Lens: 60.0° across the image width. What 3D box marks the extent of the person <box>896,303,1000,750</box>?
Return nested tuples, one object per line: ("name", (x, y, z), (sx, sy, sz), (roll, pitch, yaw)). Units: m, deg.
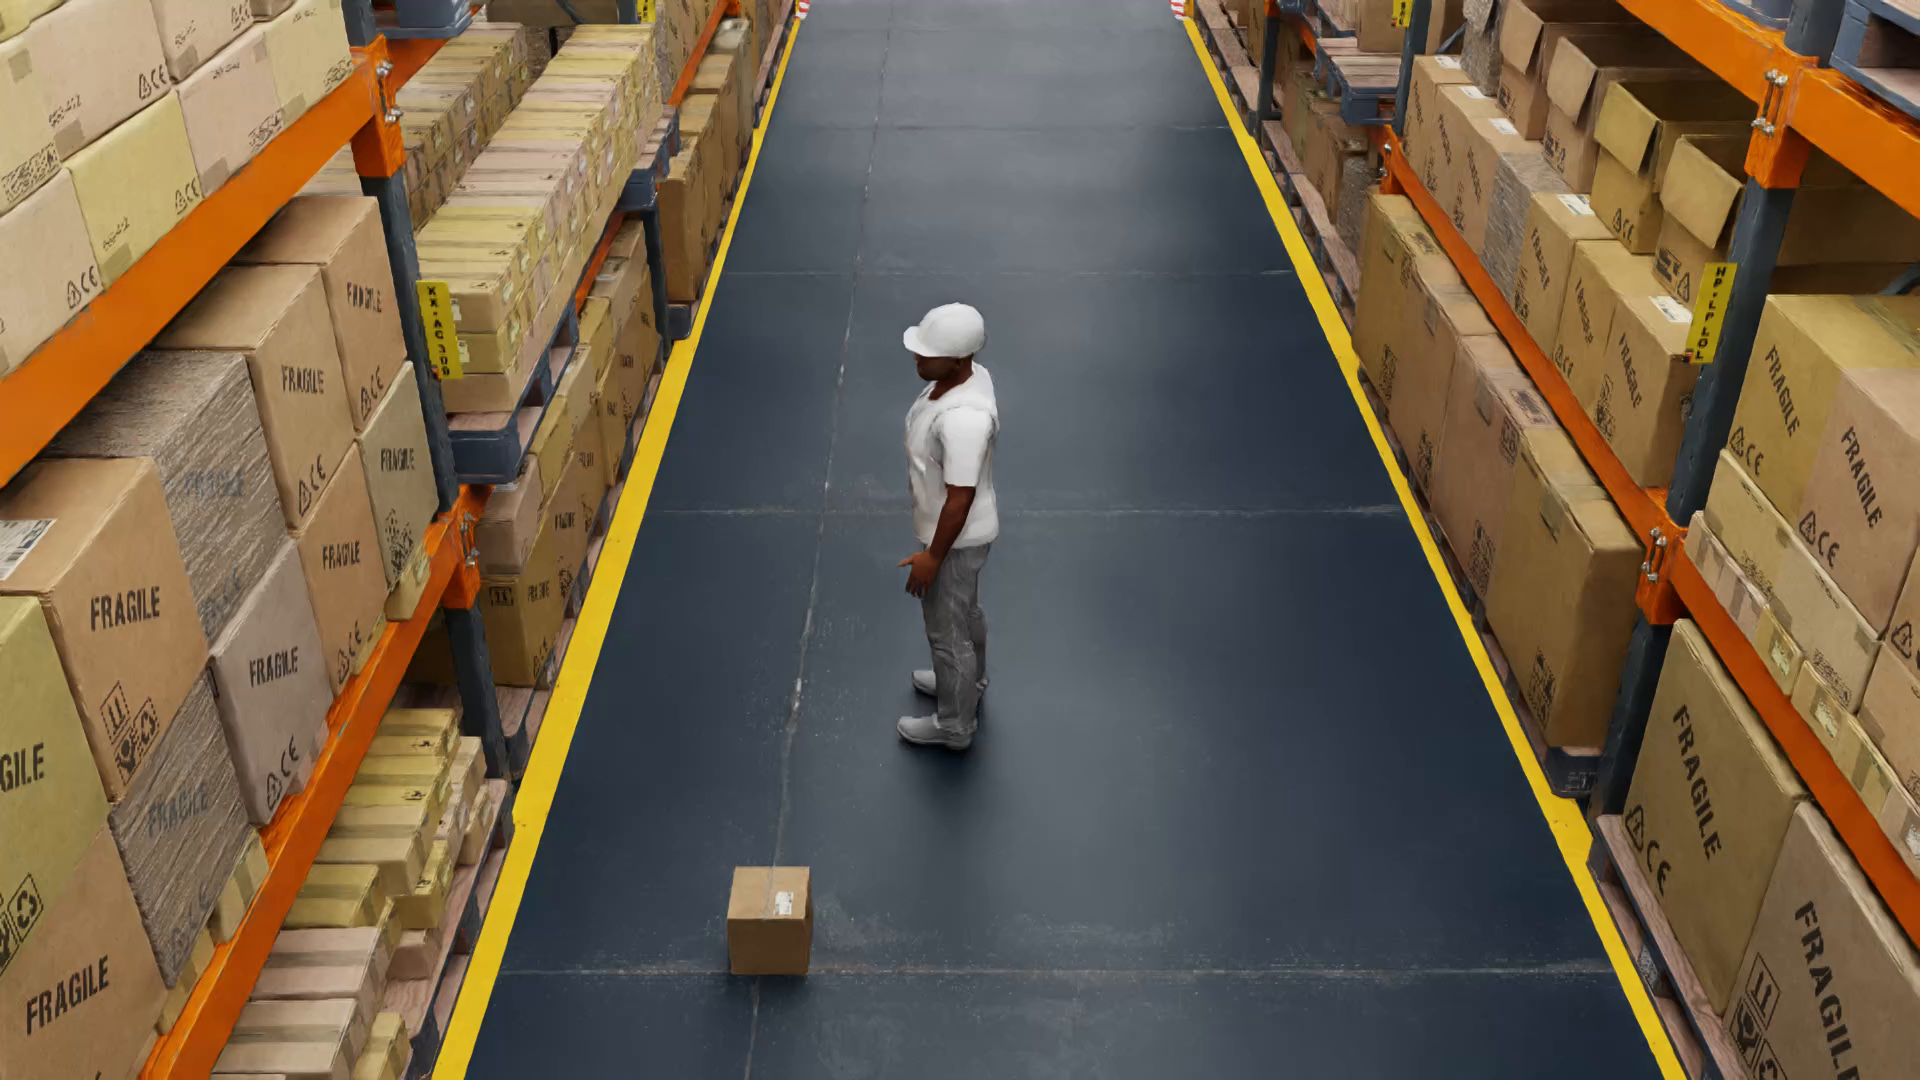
("person", (-0.054, -0.049, 6.148), (0.392, 1.770, 0.609), (-1, 31, -1))
